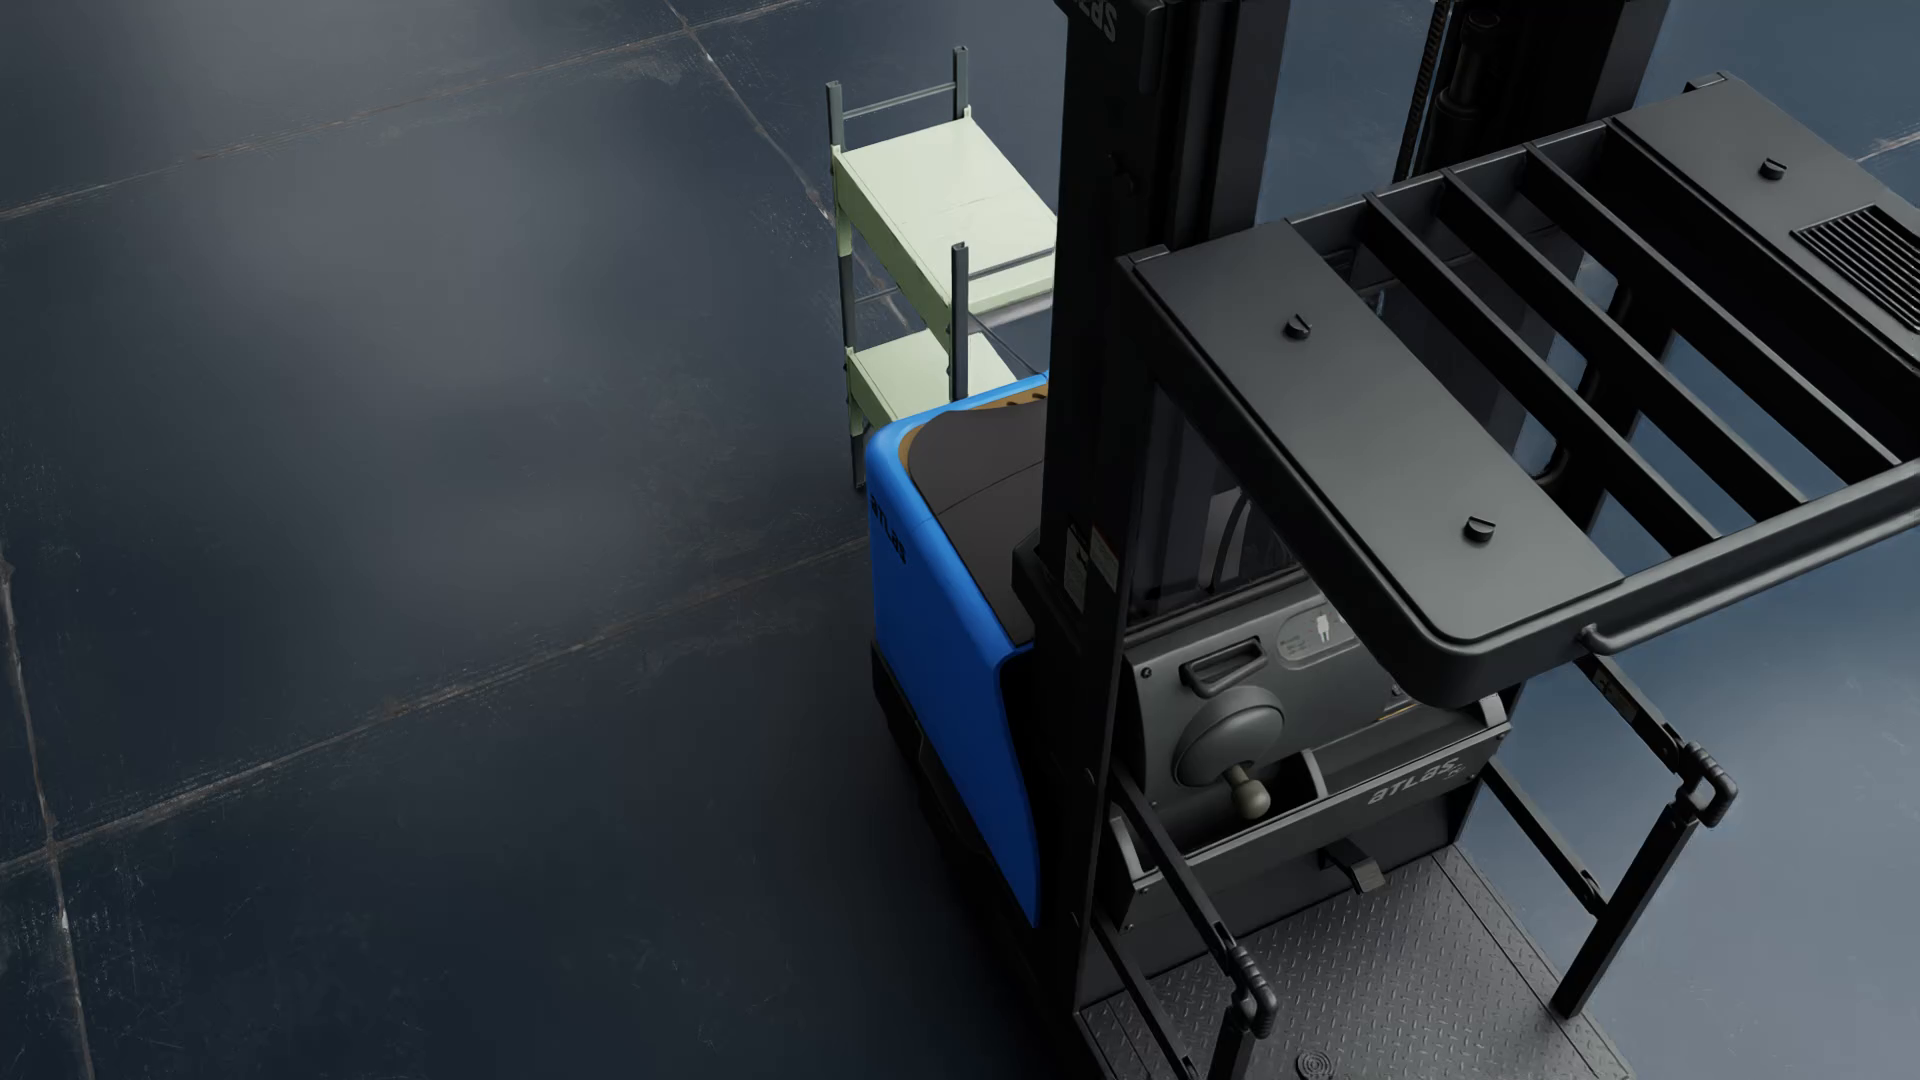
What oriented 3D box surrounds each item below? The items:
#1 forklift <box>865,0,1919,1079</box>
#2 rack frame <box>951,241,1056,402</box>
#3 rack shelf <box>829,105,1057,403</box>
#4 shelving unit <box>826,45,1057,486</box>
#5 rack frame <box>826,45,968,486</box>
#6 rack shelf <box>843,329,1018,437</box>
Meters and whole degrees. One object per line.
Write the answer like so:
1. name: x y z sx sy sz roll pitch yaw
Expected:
1. forklift: 0.832 0.326 3.018 1.130 2.935 3.031 -19 52 -16
2. rack frame: 0.163 -0.249 4.472 0.400 1.500 0.023 -21 52 -17
3. rack shelf: 0.001 -0.753 4.394 0.431 0.370 0.720 -21 52 -17
4. shelving unit: 0.001 -0.496 4.687 0.431 1.500 0.755 -21 52 -17
5. rack frame: -0.162 -0.743 4.903 0.400 1.500 0.023 -21 52 -17
6. rack shelf: 0.001 -0.281 4.933 0.431 0.370 0.720 -21 52 -17
